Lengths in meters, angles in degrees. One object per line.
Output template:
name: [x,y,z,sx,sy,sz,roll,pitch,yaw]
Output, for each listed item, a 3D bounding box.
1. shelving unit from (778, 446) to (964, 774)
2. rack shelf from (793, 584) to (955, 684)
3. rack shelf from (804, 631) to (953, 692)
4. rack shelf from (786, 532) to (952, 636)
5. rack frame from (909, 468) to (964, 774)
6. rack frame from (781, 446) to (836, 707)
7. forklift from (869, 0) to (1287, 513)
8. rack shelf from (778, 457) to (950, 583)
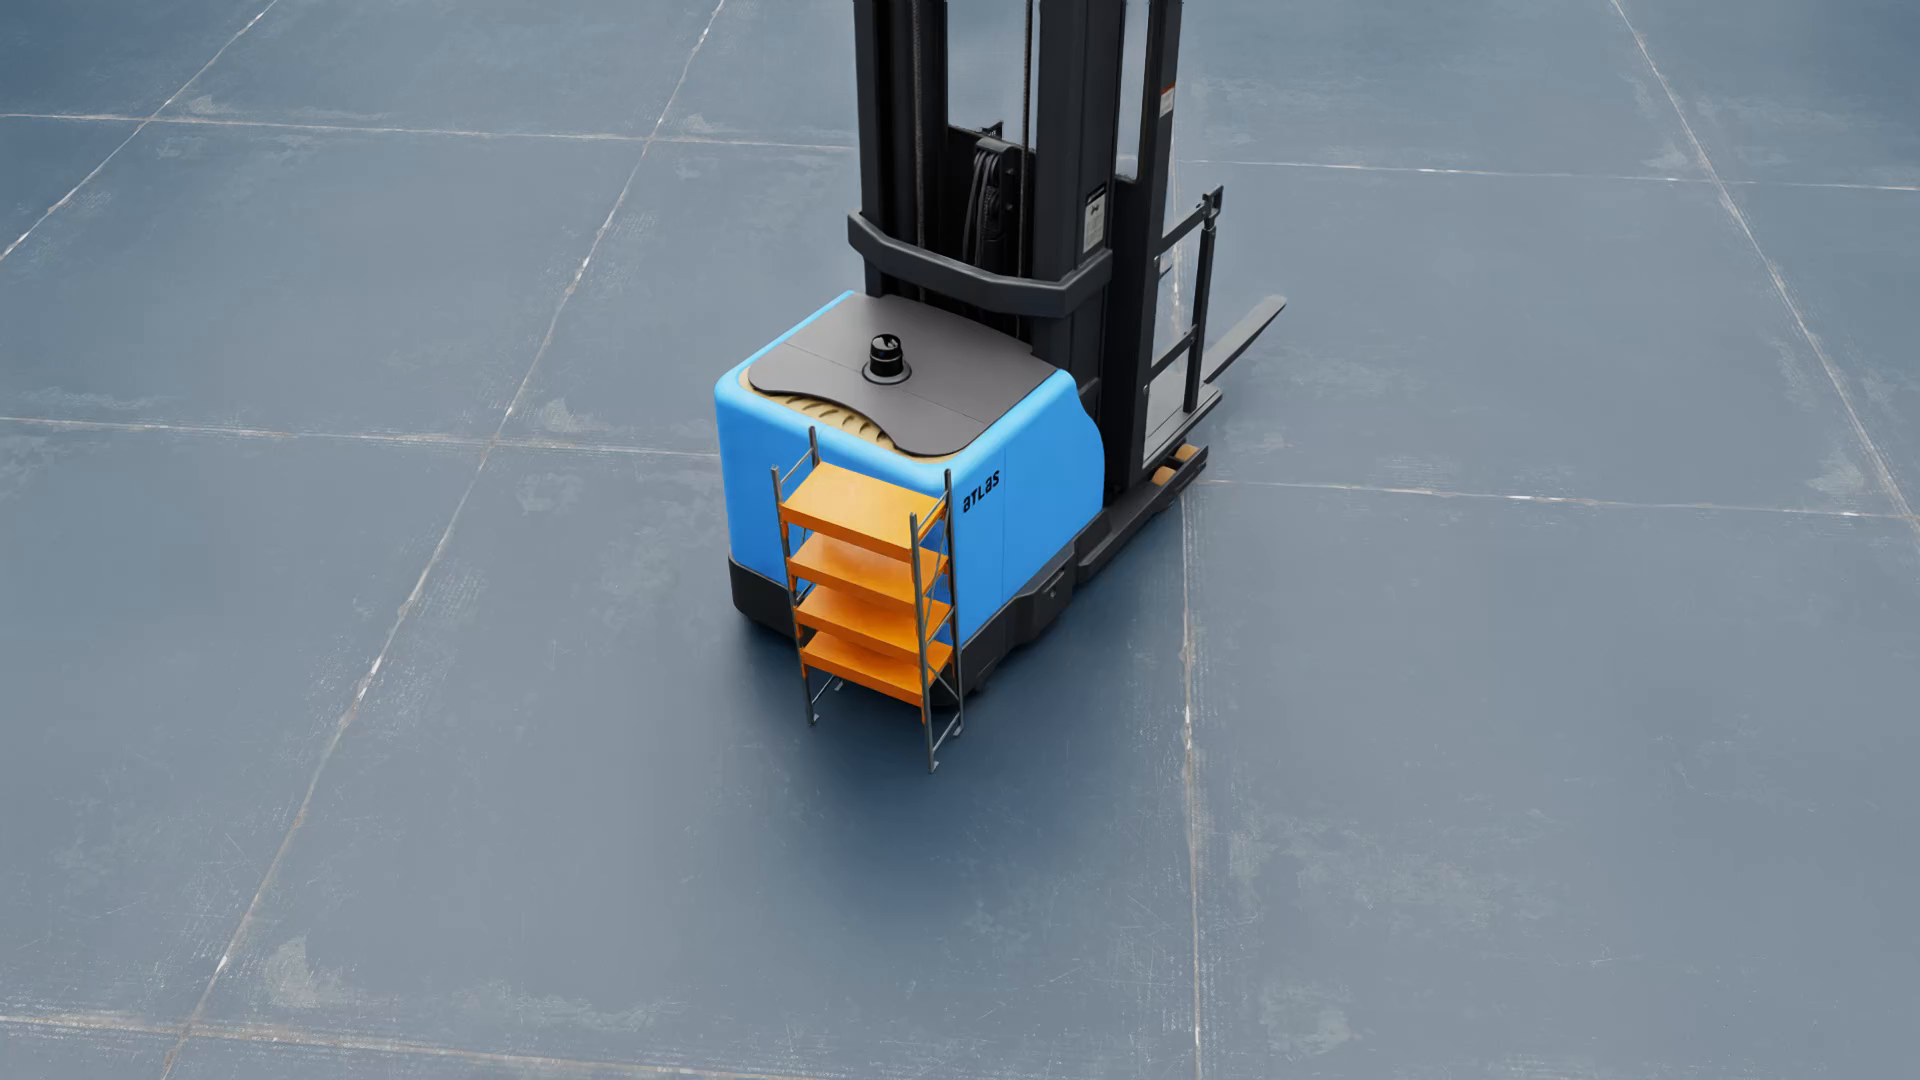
shelving unit: [-0.283,0.223,5.512,0.499,1.200,0.258,18,47,21]
rack shelf: [-0.282,0.271,5.559,0.480,0.148,0.258,18,47,21]
rack shelf: [-0.277,0.378,5.657,0.457,0.021,0.221,18,47,21]
rack shelf: [-0.290,0.107,5.407,0.480,0.148,0.258,18,47,21]
rack frame: [-0.069,0.294,5.425,0.015,1.200,0.240,18,47,21]
rack frame: [-0.501,0.151,5.601,0.006,1.046,0.228,18,47,21]
forklift: [0.393,-1.433,6.189,1.121,2.935,3.031,24,45,26]
rack shelf: [-0.298,-0.067,5.247,0.480,0.148,0.258,18,47,21]
